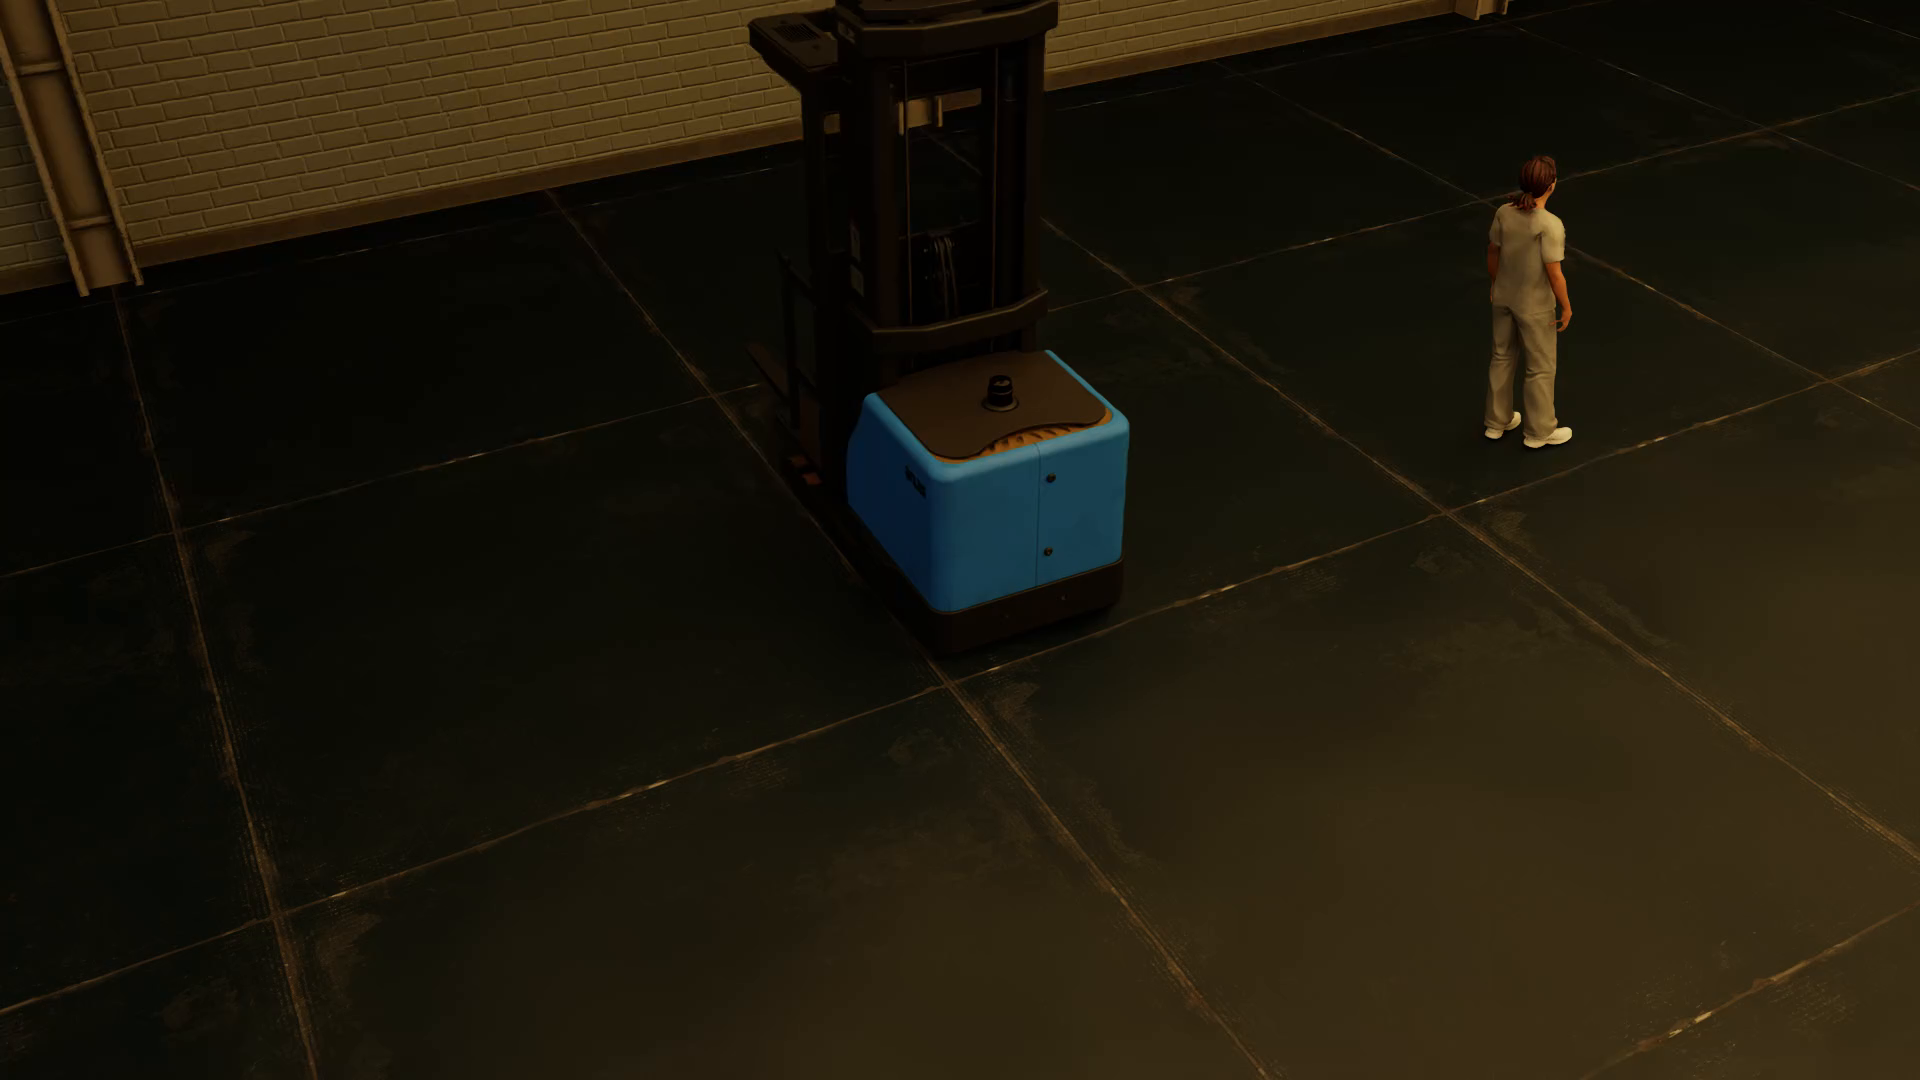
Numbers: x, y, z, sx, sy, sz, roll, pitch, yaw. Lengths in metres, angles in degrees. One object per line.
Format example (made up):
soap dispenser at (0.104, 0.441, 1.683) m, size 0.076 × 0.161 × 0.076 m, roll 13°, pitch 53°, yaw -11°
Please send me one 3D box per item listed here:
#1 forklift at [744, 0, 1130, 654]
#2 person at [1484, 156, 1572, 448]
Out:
forklift at (-0.316, -1.499, 8.243) m, size 1.130 × 2.935 × 3.031 m, roll -16°, pitch 38°, yaw -21°
person at (3.117, -1.302, 9.040) m, size 0.548 × 1.673 × 0.550 m, roll -21°, pitch 40°, yaw -26°
